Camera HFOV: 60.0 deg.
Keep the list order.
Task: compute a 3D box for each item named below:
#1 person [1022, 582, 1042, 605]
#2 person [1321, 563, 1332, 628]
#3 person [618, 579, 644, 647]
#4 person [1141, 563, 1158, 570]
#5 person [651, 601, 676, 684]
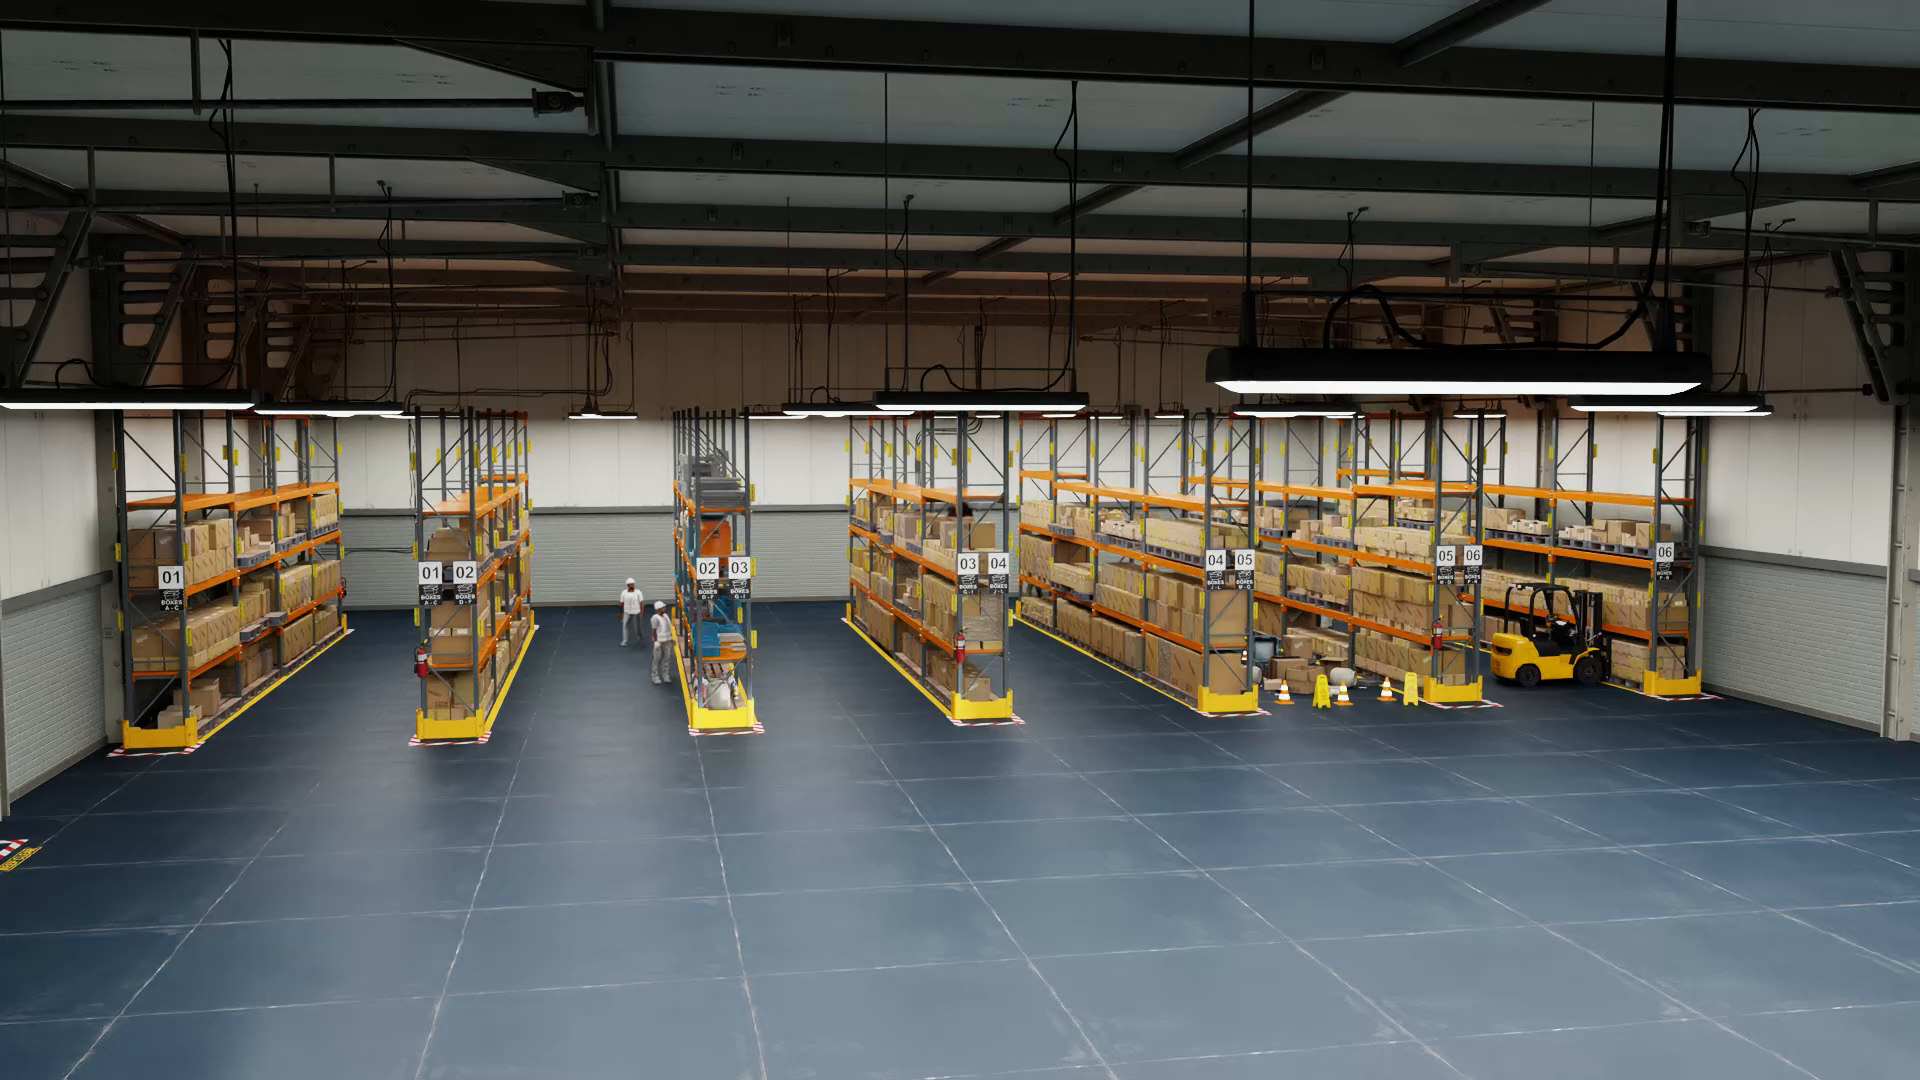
[{"bbox_3d":[2.279,1.159,51.635,0.630,1.722,1.066,2,5,26],"label":"person"},{"bbox_3d":[10.168,1.538,46.463,0.516,1.783,0.630,0,4,-3],"label":"person"},{"bbox_3d":[-8.415,1.846,42.511,0.728,1.727,1.008,1,4,14],"label":"person"},{"bbox_3d":[5.756,1.257,50.408,0.630,1.779,0.383,-2,4,-24],"label":"person"},{"bbox_3d":[-6.529,2.231,36.511,0.378,1.795,0.625,3,5,39],"label":"person"}]
